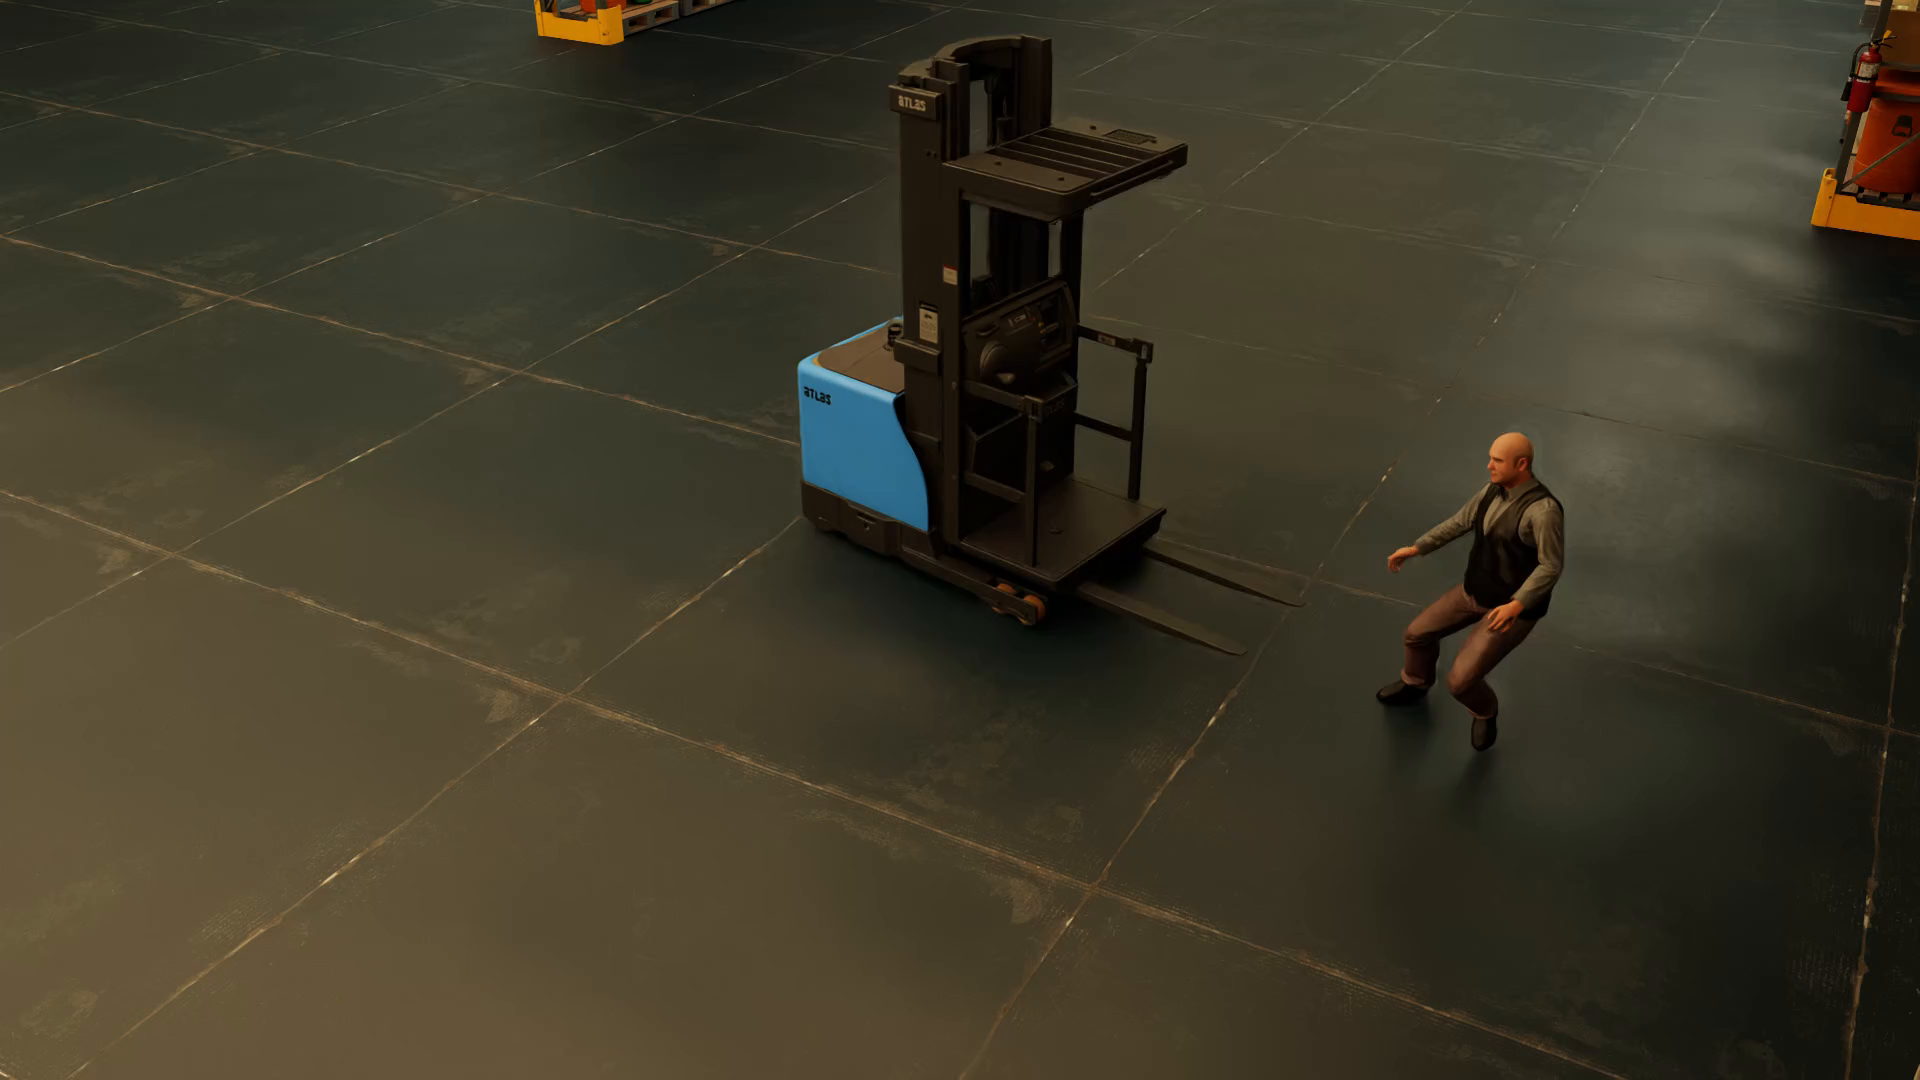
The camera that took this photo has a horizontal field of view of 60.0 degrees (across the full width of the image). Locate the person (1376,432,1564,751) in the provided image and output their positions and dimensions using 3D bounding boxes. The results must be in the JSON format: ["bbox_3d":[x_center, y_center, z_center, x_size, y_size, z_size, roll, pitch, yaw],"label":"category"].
[{"bbox_3d":[2.488,0.238,8.002,0.559,1.596,0.841,-8,31,-14],"label":"person"}]

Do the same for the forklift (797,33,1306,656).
[{"bbox_3d":[0.492,-1.095,8.968,3.031,2.935,1.130,22,37,34],"label":"forklift"}]
